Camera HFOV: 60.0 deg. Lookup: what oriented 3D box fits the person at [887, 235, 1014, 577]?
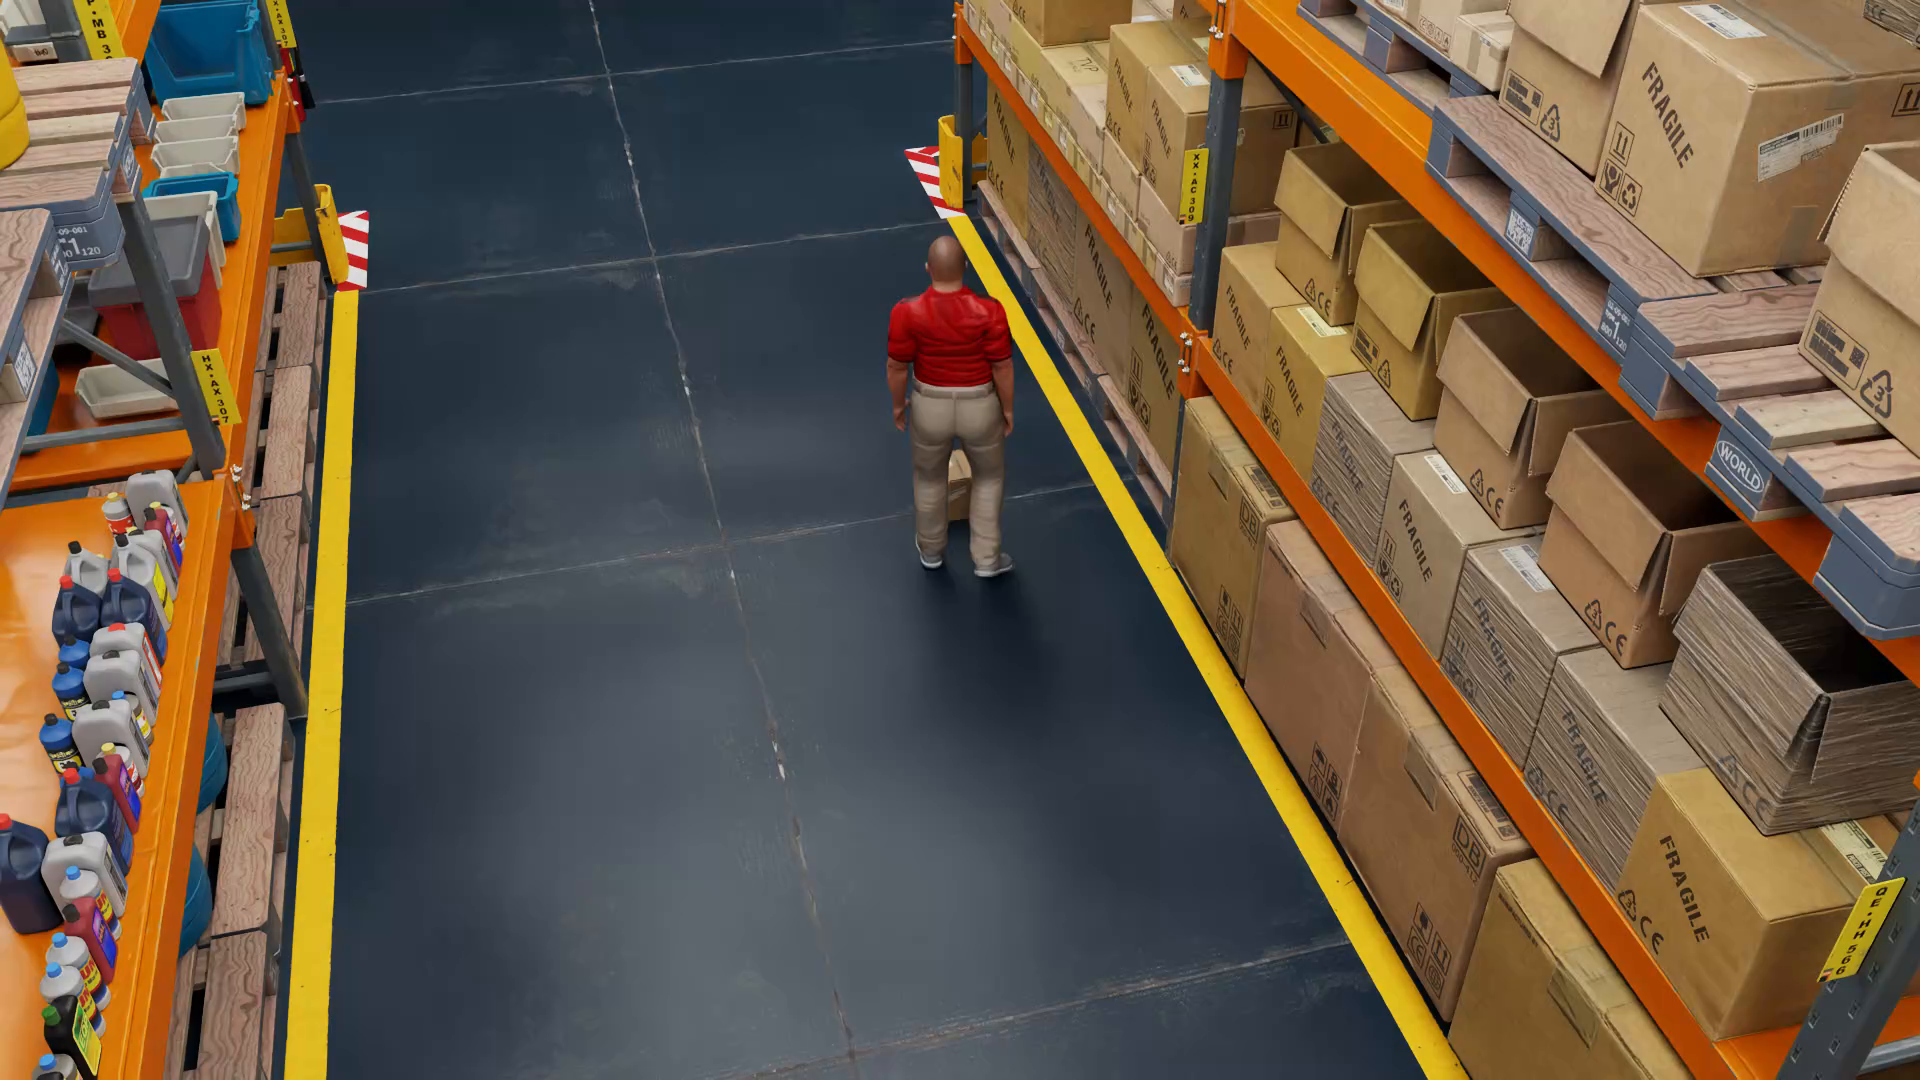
[{"bbox_3d":[-0.033,-0.573,7.488,0.577,1.793,0.448,1,38,1],"label":"person"}]
